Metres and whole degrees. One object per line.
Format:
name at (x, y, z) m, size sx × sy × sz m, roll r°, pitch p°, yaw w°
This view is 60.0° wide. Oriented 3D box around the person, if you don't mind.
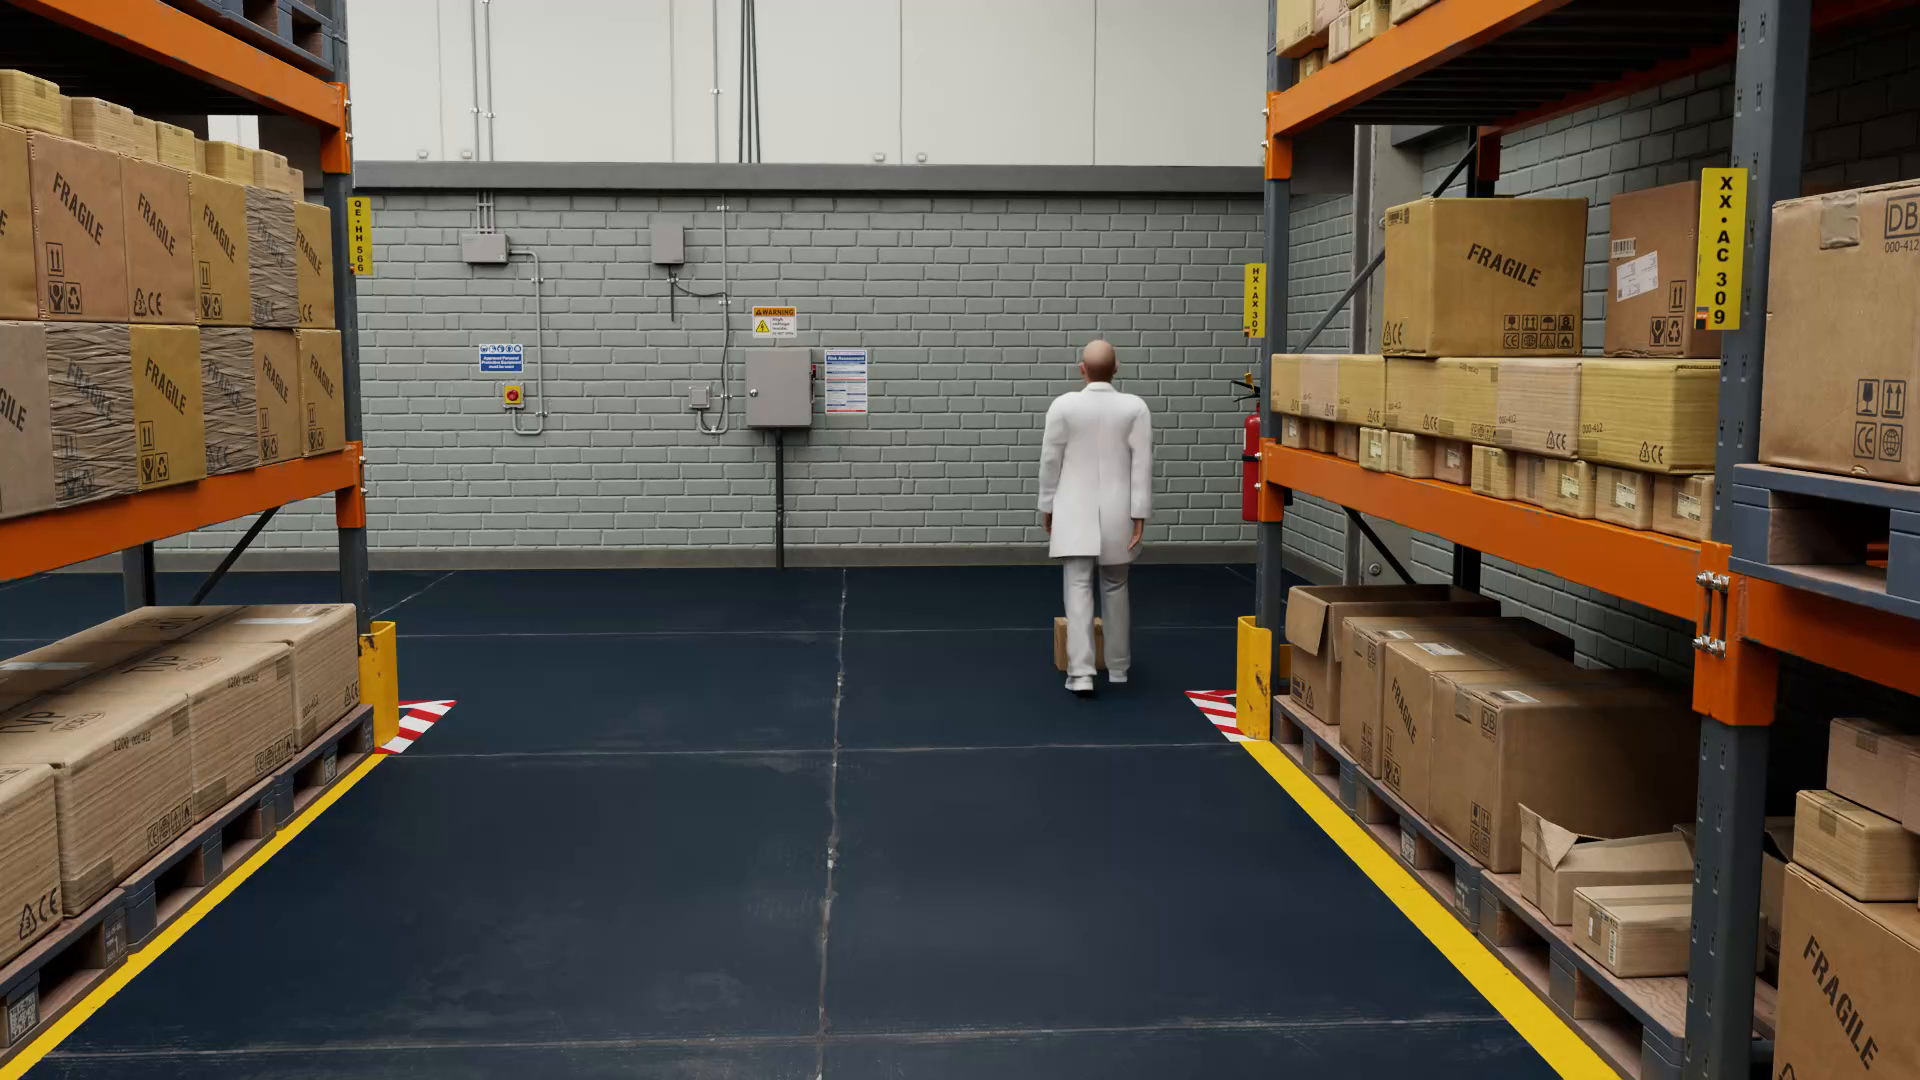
person at (0.682, -0.126, 8.496) m, size 0.569 × 1.778 × 0.688 m, roll 0°, pitch 7°, yaw -3°
